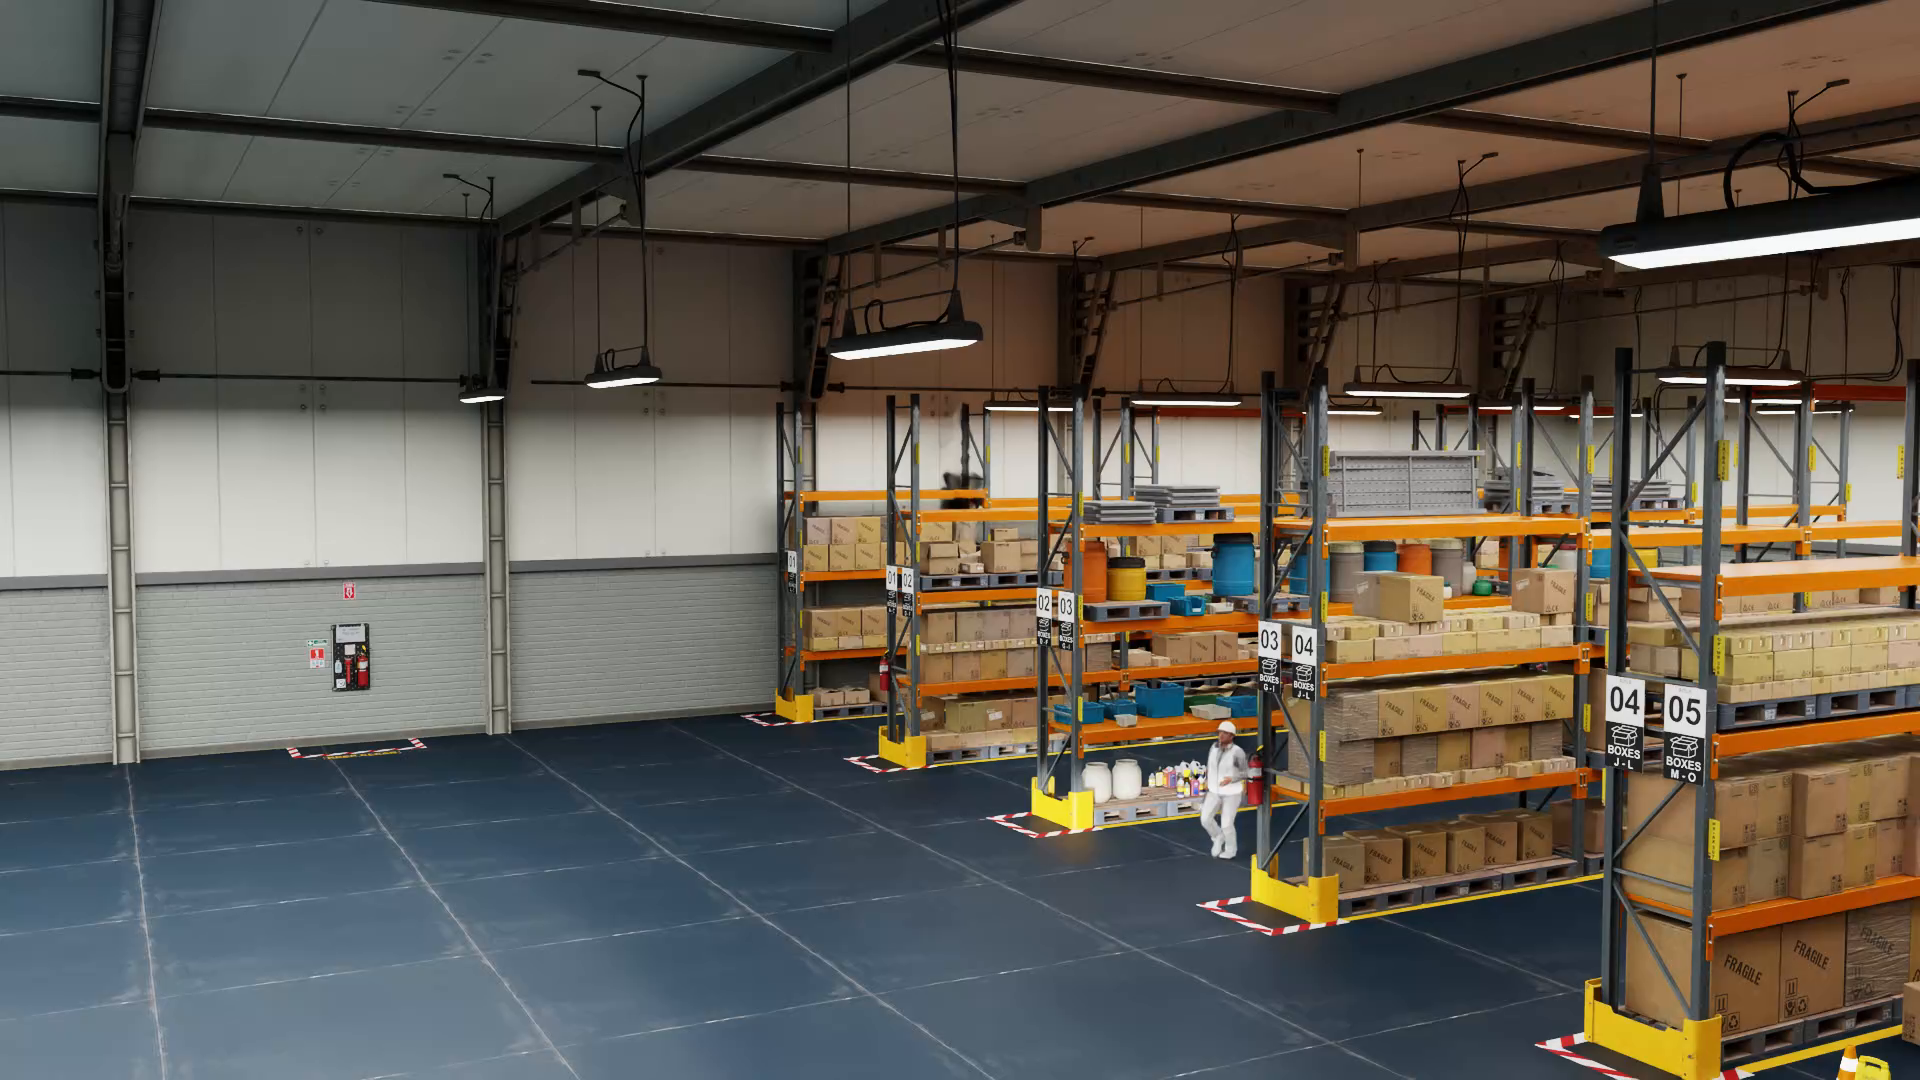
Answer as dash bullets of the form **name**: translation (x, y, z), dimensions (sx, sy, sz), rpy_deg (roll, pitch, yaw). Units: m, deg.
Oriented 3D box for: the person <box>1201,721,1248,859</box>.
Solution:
- **person**: translation (3.254, 3.115, 20.642), dimensions (0.637, 1.732, 0.634), rpy_deg (2, 4, 37)
